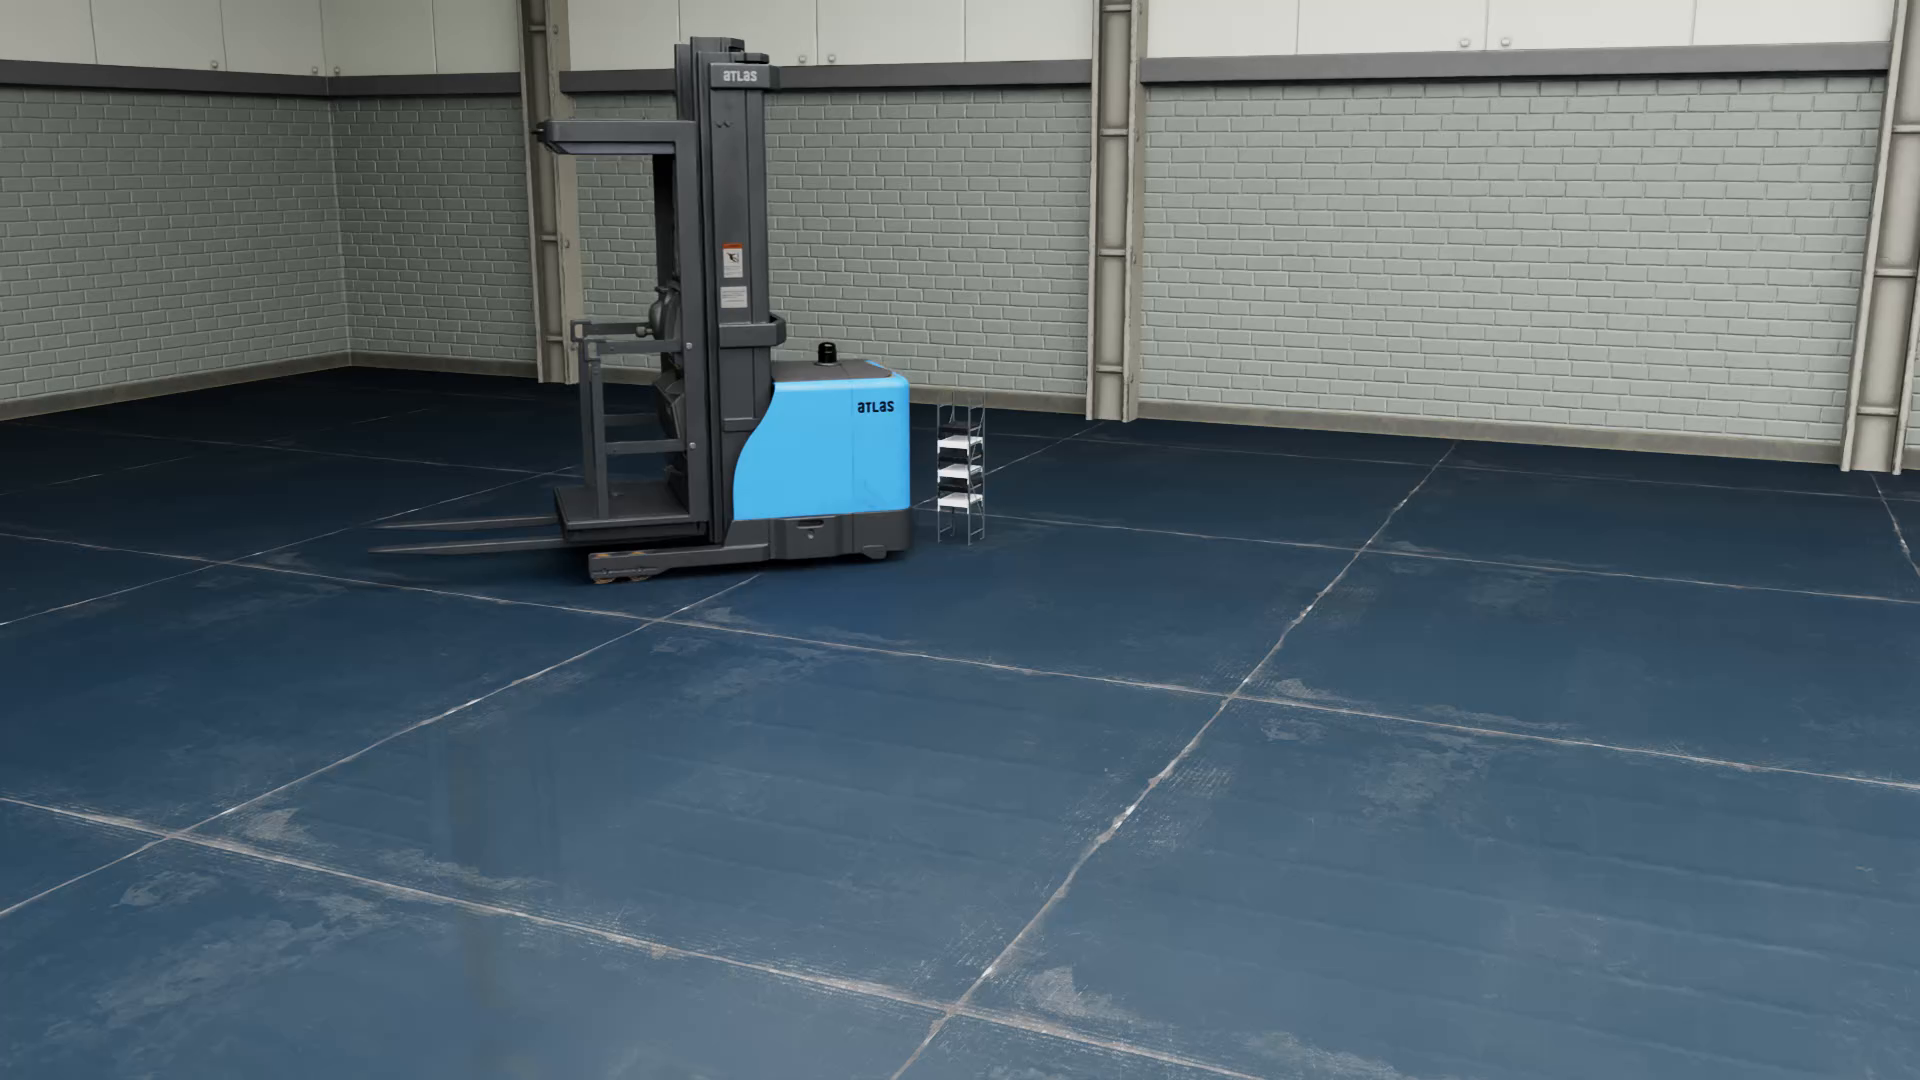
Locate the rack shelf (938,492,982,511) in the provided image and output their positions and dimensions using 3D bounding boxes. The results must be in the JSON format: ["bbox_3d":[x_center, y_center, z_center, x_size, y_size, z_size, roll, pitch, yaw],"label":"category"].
[{"bbox_3d":[0.007,-0.230,10.198,0.200,0.077,0.258,6,14,23],"label":"rack shelf"}]

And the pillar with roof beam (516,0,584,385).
[{"bbox_3d":[-5.868,-5.126,12.400,0.400,9.000,9.100,6,14,23],"label":"pillar with roof beam"}]

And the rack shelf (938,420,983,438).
[{"bbox_3d":[0.007,-0.668,10.095,0.200,0.077,0.258,6,14,23],"label":"rack shelf"}]

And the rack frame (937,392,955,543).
[{"bbox_3d":[-0.086,-0.447,10.189,0.006,0.900,0.240,6,14,23],"label":"rack frame"}]

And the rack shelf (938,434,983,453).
[{"bbox_3d":[0.007,-0.580,10.115,0.200,0.077,0.258,6,14,23],"label":"rack shelf"}]

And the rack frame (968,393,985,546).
[{"bbox_3d":[0.100,-0.428,10.109,0.006,0.900,0.240,6,14,23],"label":"rack frame"}]

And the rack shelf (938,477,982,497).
[{"bbox_3d":[0.007,-0.317,10.177,0.200,0.077,0.258,6,14,23],"label":"rack shelf"}]

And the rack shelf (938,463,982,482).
[{"bbox_3d":[0.007,-0.405,10.156,0.200,0.077,0.258,6,14,23],"label":"rack shelf"}]

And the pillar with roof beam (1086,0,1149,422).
[{"bbox_3d":[-0.382,-4.570,10.034,0.400,9.000,9.100,6,14,23],"label":"pillar with roof beam"}]

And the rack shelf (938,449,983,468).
[{"bbox_3d":[0.007,-0.493,10.136,0.200,0.077,0.258,6,14,23],"label":"rack shelf"}]

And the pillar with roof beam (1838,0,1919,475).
[{"bbox_3d":[5.104,-4.015,7.668,0.400,9.000,9.100,6,14,23],"label":"pillar with roof beam"}]

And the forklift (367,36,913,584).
[{"bbox_3d":[-1.854,-1.318,9.456,3.031,2.935,1.130,-4,14,-16],"label":"forklift"}]

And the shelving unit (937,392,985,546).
[{"bbox_3d":[0.007,-0.437,10.149,0.210,0.900,0.258,6,14,23],"label":"shelving unit"}]
